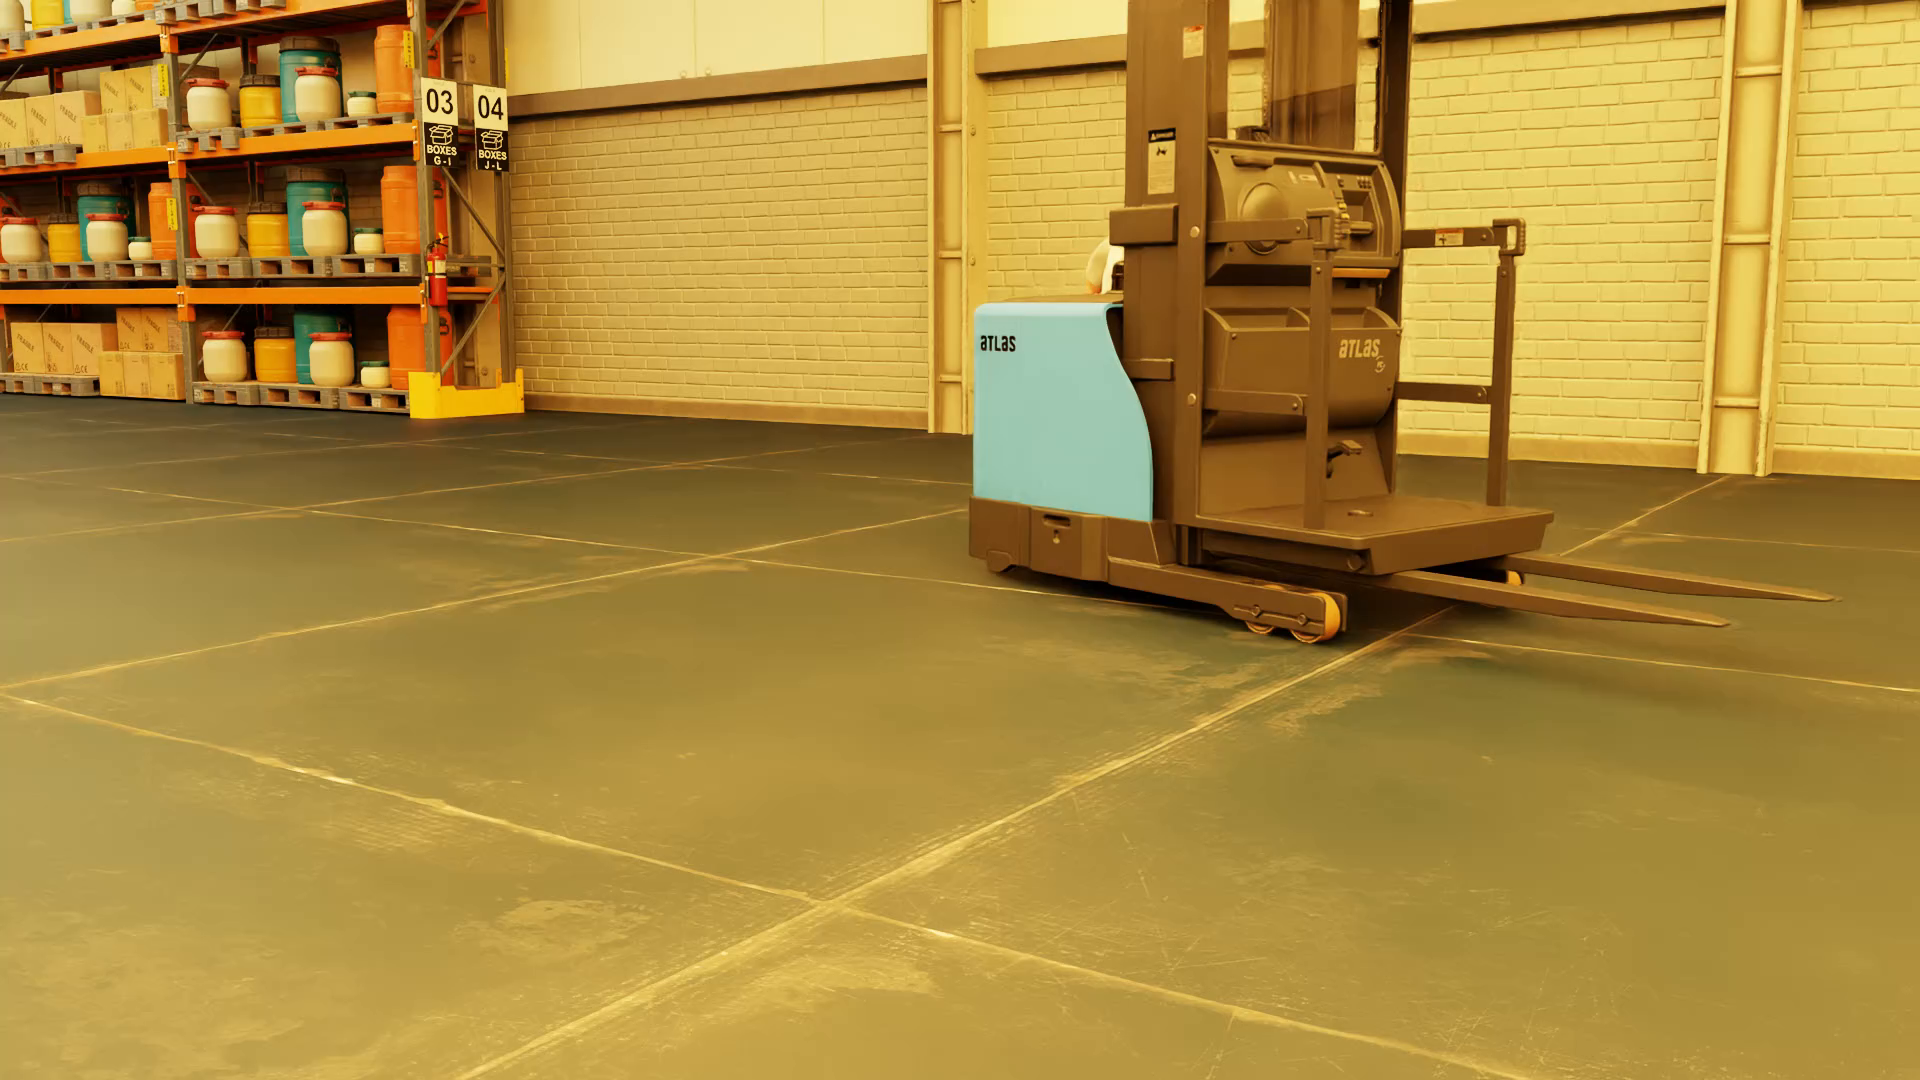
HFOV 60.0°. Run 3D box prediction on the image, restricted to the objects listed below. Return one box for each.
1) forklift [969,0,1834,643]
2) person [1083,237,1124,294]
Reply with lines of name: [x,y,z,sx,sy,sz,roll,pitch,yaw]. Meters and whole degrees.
forklift: [1.345,-1.200,5.633,1.130,2.935,3.031,-6,10,-38]
person: [0.803,-0.863,7.686,0.923,1.692,0.490,6,10,36]
